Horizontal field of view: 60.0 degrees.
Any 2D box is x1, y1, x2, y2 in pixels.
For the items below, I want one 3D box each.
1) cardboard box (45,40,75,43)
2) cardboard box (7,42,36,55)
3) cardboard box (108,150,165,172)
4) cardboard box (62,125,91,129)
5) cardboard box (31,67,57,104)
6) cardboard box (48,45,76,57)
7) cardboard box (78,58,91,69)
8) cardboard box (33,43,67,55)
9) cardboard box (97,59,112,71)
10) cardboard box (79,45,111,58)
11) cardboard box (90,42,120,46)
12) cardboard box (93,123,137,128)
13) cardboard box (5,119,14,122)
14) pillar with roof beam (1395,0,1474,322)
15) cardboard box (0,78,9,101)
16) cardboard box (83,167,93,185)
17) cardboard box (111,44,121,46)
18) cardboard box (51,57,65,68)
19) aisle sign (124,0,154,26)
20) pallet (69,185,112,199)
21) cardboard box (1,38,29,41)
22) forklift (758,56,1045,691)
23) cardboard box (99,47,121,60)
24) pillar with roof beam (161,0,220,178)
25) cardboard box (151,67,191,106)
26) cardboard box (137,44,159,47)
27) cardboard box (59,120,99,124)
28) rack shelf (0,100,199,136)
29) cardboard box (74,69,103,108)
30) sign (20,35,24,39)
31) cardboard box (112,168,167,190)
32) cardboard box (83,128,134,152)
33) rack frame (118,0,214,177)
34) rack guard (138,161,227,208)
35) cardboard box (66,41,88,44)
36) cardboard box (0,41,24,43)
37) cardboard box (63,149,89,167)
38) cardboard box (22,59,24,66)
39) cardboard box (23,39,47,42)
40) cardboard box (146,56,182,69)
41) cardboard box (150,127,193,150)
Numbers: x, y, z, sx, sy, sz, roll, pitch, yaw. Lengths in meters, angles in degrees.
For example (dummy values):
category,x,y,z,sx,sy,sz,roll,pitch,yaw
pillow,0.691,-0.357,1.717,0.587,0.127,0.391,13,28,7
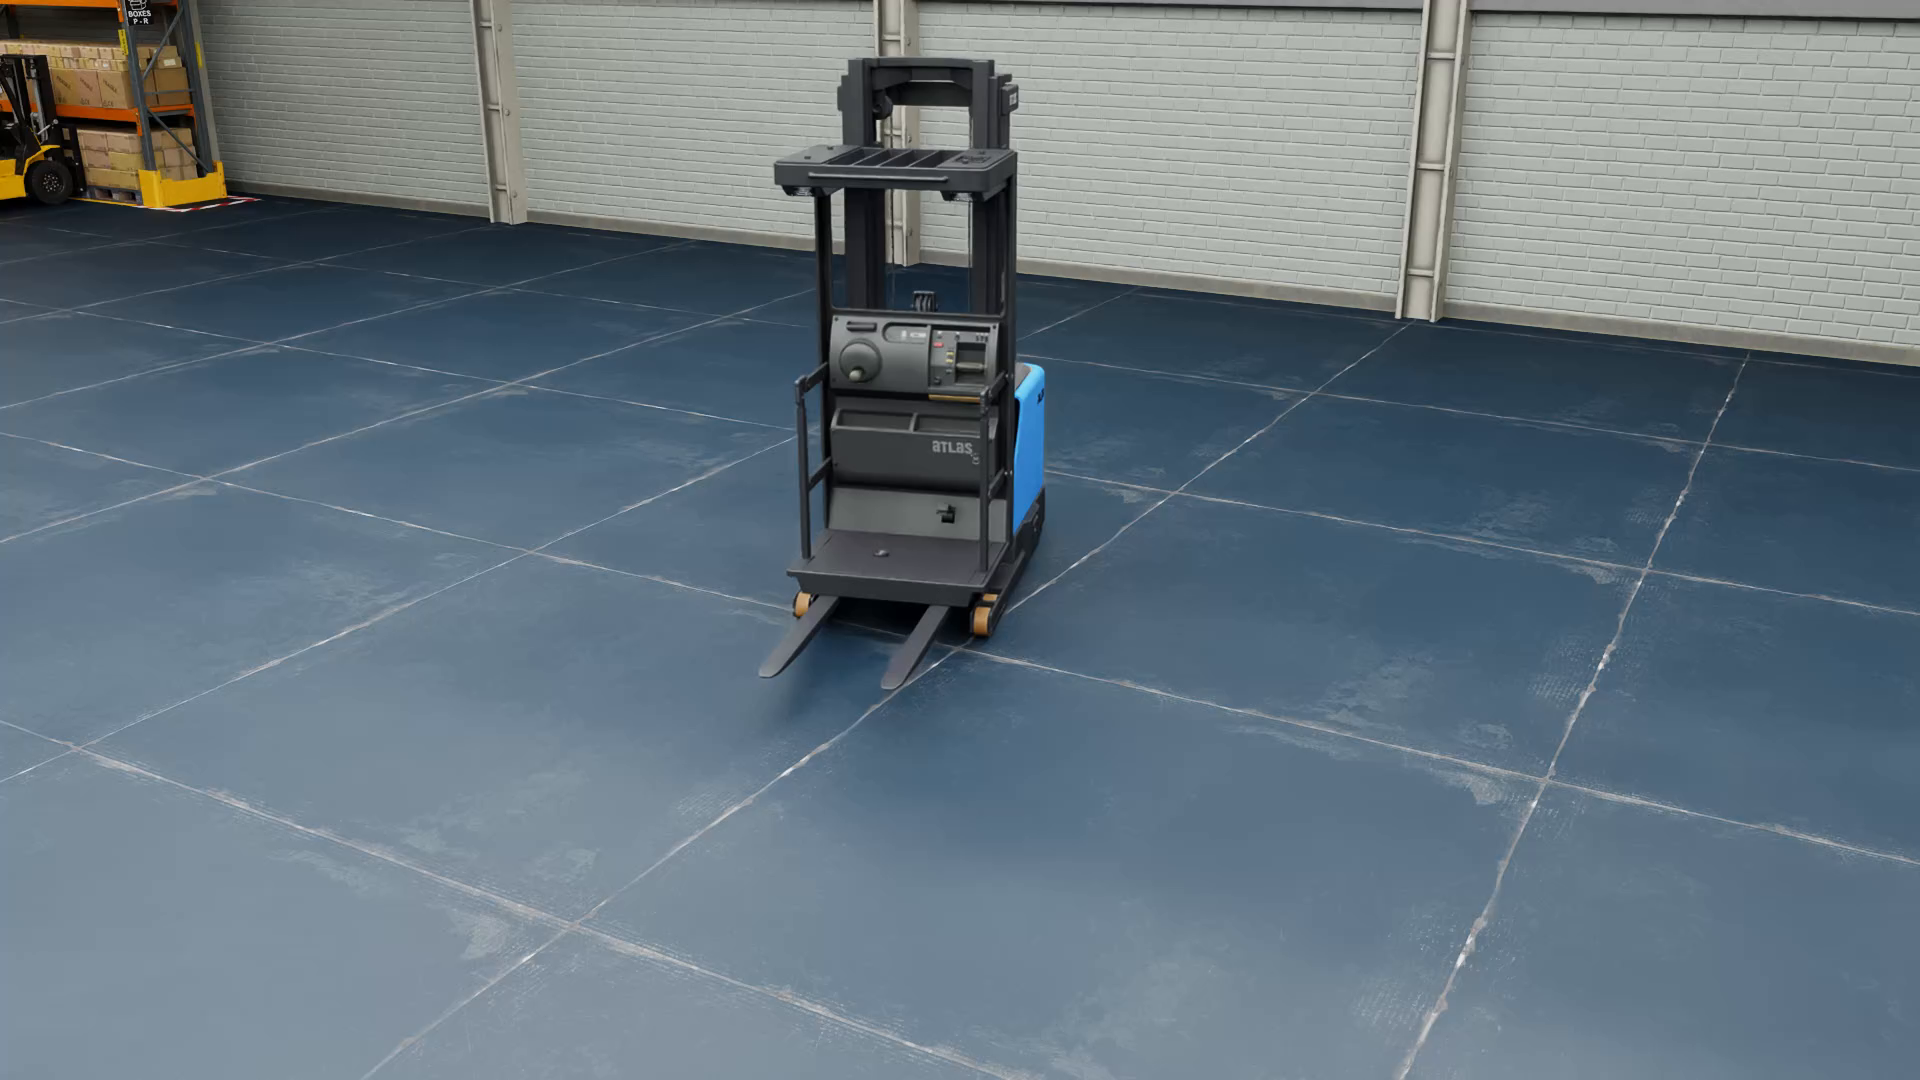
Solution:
category,x,y,z,sx,sy,sz,roll,pitch,yaw
cardboard box,-13.174,-7.249,24.417,0.250,0.149,0.380,10,22,26
cardboard box,-13.454,-7.072,23.929,0.250,0.149,0.380,10,22,26
cardboard box,-11.587,-5.349,23.396,0.500,0.250,0.500,10,22,27
cardboard box,-12.896,-5.831,23.991,0.500,0.250,0.500,10,22,26
cardboard box,-12.908,-6.527,23.812,0.500,0.500,0.500,11,23,28
cardboard box,-12.588,-6.893,23.433,0.250,0.149,0.380,11,23,28
cardboard box,-12.094,-6.687,23.304,0.250,0.149,0.380,11,22,27
cardboard box,-12.979,-7.010,23.758,0.250,0.149,0.380,11,23,28
cardboard box,-11.687,-6.581,23.012,0.250,0.149,0.380,11,23,28
cardboard box,-12.078,-6.841,23.291,0.250,0.149,0.380,11,23,28
cardboard box,-12.280,-7.081,23.953,0.250,0.149,0.380,10,22,26
cardboard box,-12.206,-5.901,24.184,0.500,0.250,0.500,11,22,27
cardboard box,-14.232,-6.088,24.699,0.500,0.250,0.500,10,22,26
pillar with roof beam,2.437,-5.151,11.368,0.400,9.000,9.100,11,23,27
cardboard box,-13.779,-6.701,24.292,0.500,0.500,0.500,11,23,28
cardboard box,-12.436,-5.282,23.944,0.500,0.250,0.500,11,23,28
cardboard box,-11.857,-6.972,23.651,0.250,0.149,0.380,11,23,28
cardboard box,-12.581,-6.754,23.487,0.250,0.149,0.380,11,23,28
aisle sign,-11.096,-7.345,22.403,0.004,0.787,0.394,11,23,27
pallet,-12.759,-5.229,24.470,1.213,0.211,1.003,11,23,27
cardboard box,-14.076,-7.415,24.875,0.250,0.149,0.380,11,23,27
forklift,-0.296,-0.997,8.815,1.130,2.935,3.031,4,20,12
cardboard box,-11.656,-6.742,23.018,0.250,0.149,0.380,11,23,27
pillar with roof beam,-13.277,-8.144,19.621,0.400,9.000,9.100,11,23,27
cardboard box,-11.307,-6.434,23.556,0.500,0.500,0.500,12,23,29
cardboard box,-11.400,-6.896,23.442,0.250,0.149,0.380,12,23,29
cardboard box,-13.093,-6.069,24.649,0.500,0.250,0.500,11,23,28
rack shelf,-12.756,-6.216,24.157,4.000,0.370,1.077,11,23,27
cardboard box,-12.016,-6.361,23.356,0.500,0.500,0.500,12,23,29
sign,-14.232,-7.496,25.247,0.005,0.325,0.100,11,23,27
cardboard box,-11.574,-5.110,23.471,0.500,0.250,0.500,11,23,28
cardboard box,-12.012,-5.663,23.529,0.500,0.250,0.500,11,23,28
rack frame,-11.010,-6.222,23.118,0.127,3.000,1.000,11,23,27
rack guard,-10.989,-5.042,23.533,0.348,0.500,1.175,11,23,27
cardboard box,-12.768,-7.141,24.119,0.250,0.149,0.380,12,23,29
cardboard box,-13.869,-7.181,24.228,0.250,0.149,0.380,10,22,26
cardboard box,-12.481,-5.515,23.855,0.500,0.250,0.500,10,22,26
cardboard box,-13.248,-6.886,23.851,0.250,0.149,0.380,10,22,26
cardboard box,-13.639,-7.321,24.615,0.250,0.149,0.380,11,22,27
cardboard box,-11.179,-6.707,23.358,0.250,0.149,0.380,10,22,26
cardboard box,-11.337,-5.733,23.720,0.500,0.250,0.500,10,22,26
